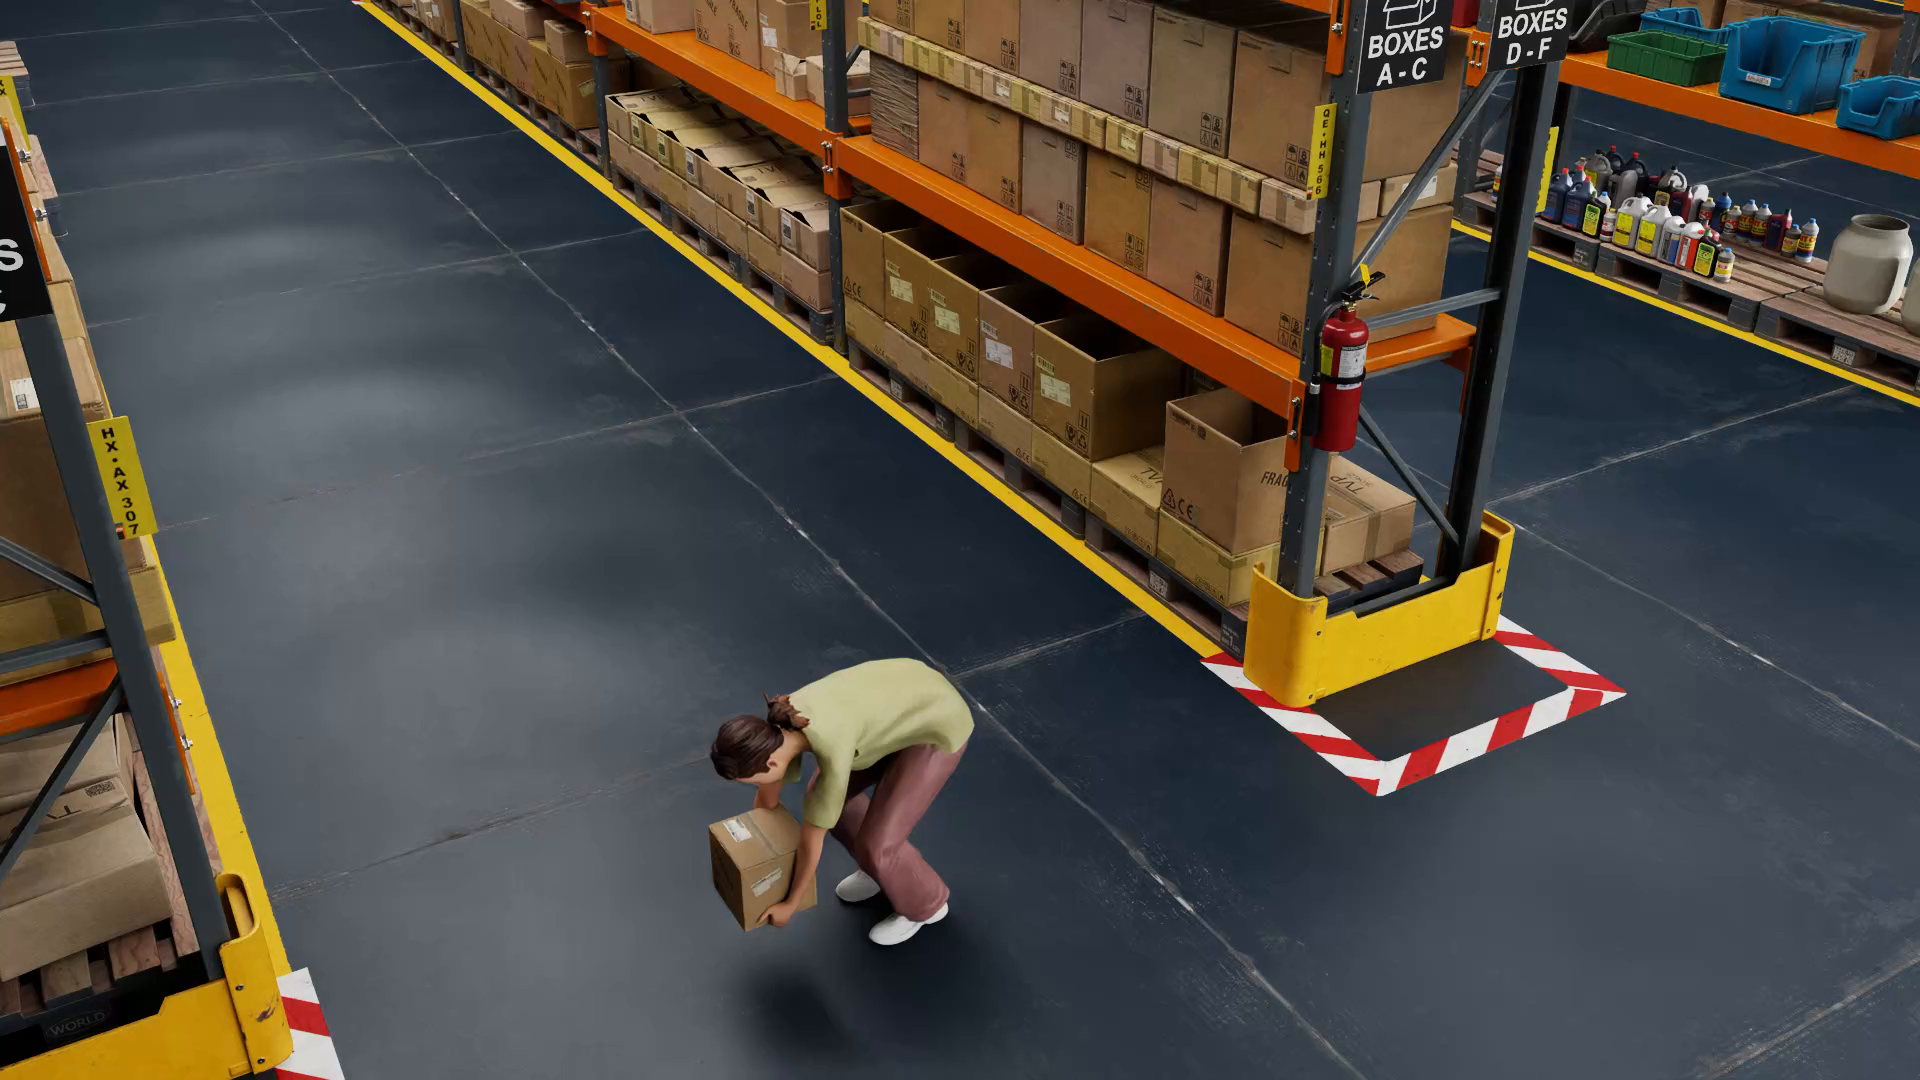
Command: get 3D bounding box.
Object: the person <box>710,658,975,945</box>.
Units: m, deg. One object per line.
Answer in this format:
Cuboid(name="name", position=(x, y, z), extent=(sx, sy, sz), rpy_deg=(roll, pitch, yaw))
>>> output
Cuboid(name="person", position=(-0.367, 0.846, 5.300), extent=(0.868, 1.002, 0.471), rpy_deg=(-17, 33, -28))
